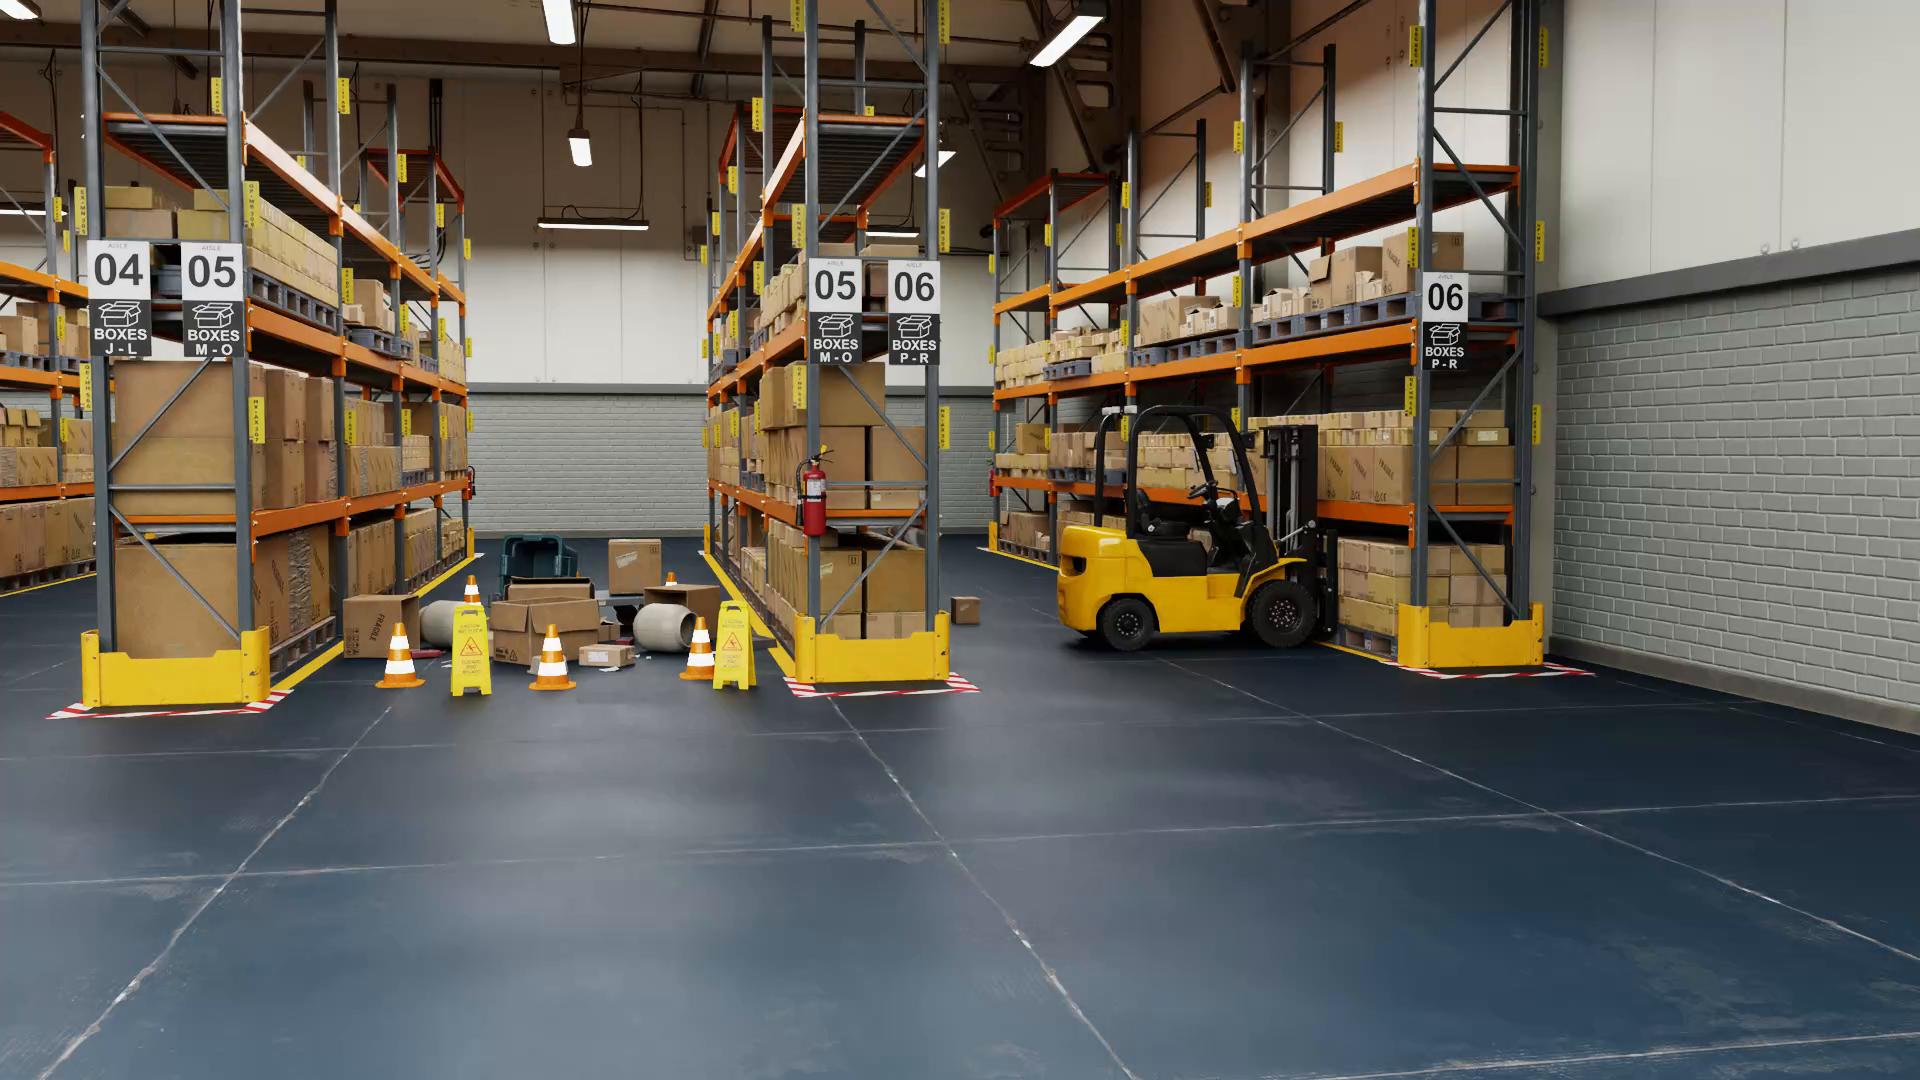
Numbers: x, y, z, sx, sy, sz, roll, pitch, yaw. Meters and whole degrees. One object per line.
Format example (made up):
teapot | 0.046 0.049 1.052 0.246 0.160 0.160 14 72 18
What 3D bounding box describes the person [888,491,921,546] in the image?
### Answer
person | -0.702 -0.198 20.664 0.445 1.646 0.783 -1 3 -10
